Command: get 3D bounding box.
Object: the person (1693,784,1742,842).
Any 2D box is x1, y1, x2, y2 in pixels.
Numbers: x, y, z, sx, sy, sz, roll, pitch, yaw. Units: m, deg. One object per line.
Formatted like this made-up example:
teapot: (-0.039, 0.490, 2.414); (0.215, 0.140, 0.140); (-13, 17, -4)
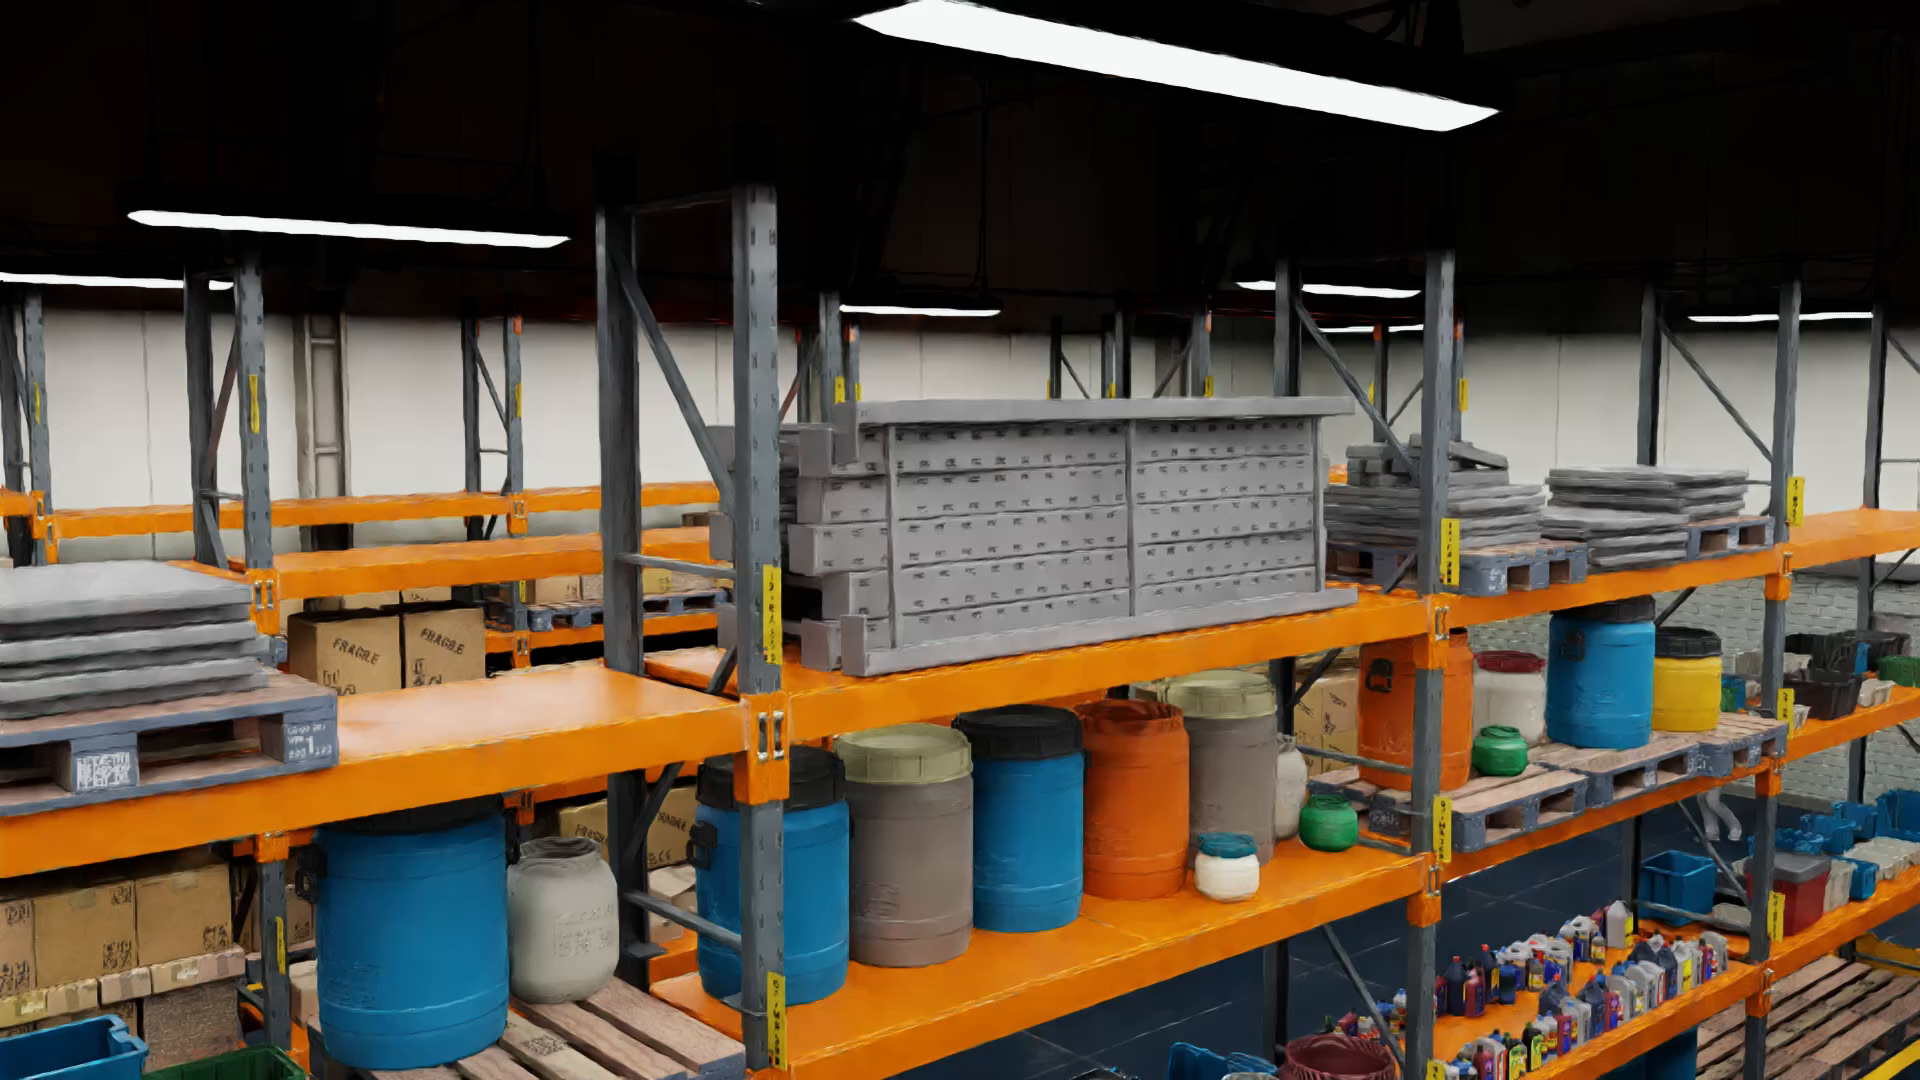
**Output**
person: (8.513, 2.577, 18.683); (0.536, 1.662, 0.523); (0, 5, -4)
